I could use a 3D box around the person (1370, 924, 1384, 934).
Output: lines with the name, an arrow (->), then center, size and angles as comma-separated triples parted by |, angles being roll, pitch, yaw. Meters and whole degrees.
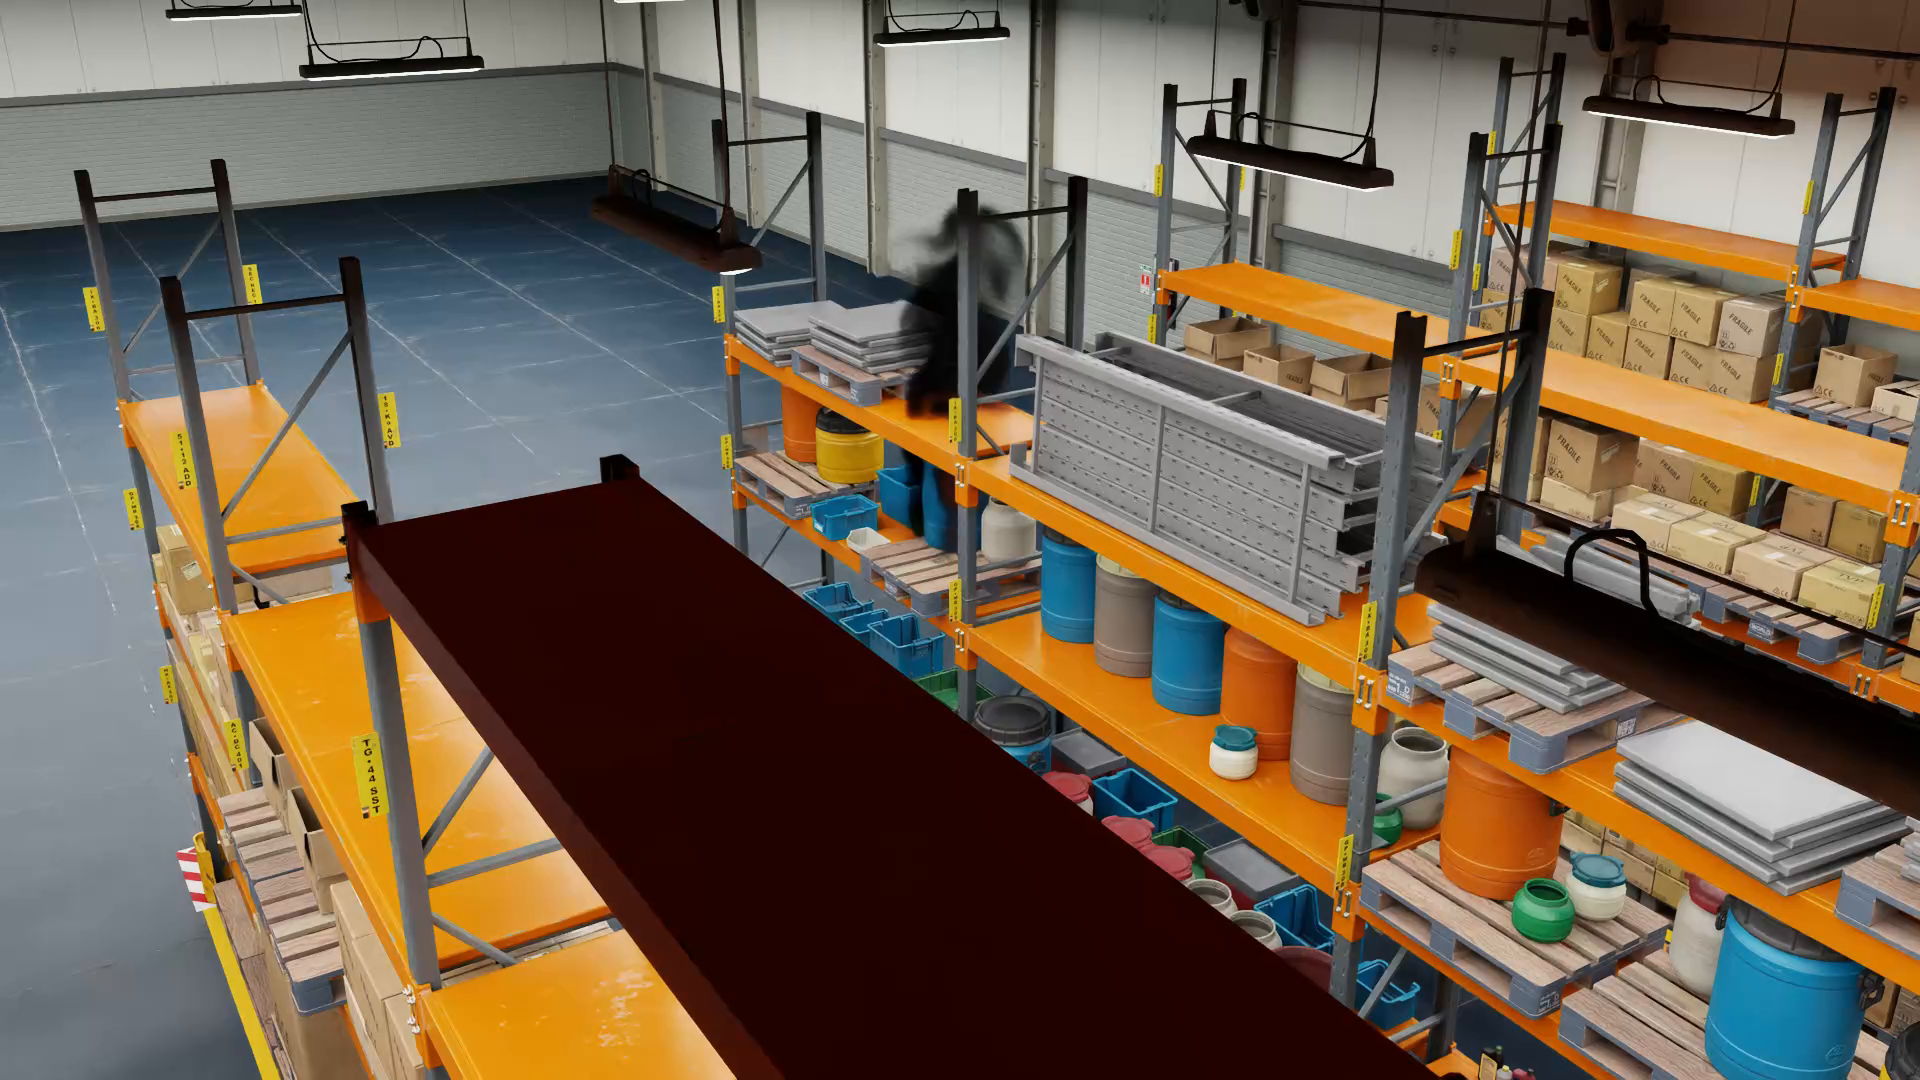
person -> 3.190, 2.283, 12.992 | 0.691, 1.799, 0.989 | -15, 26, -32
